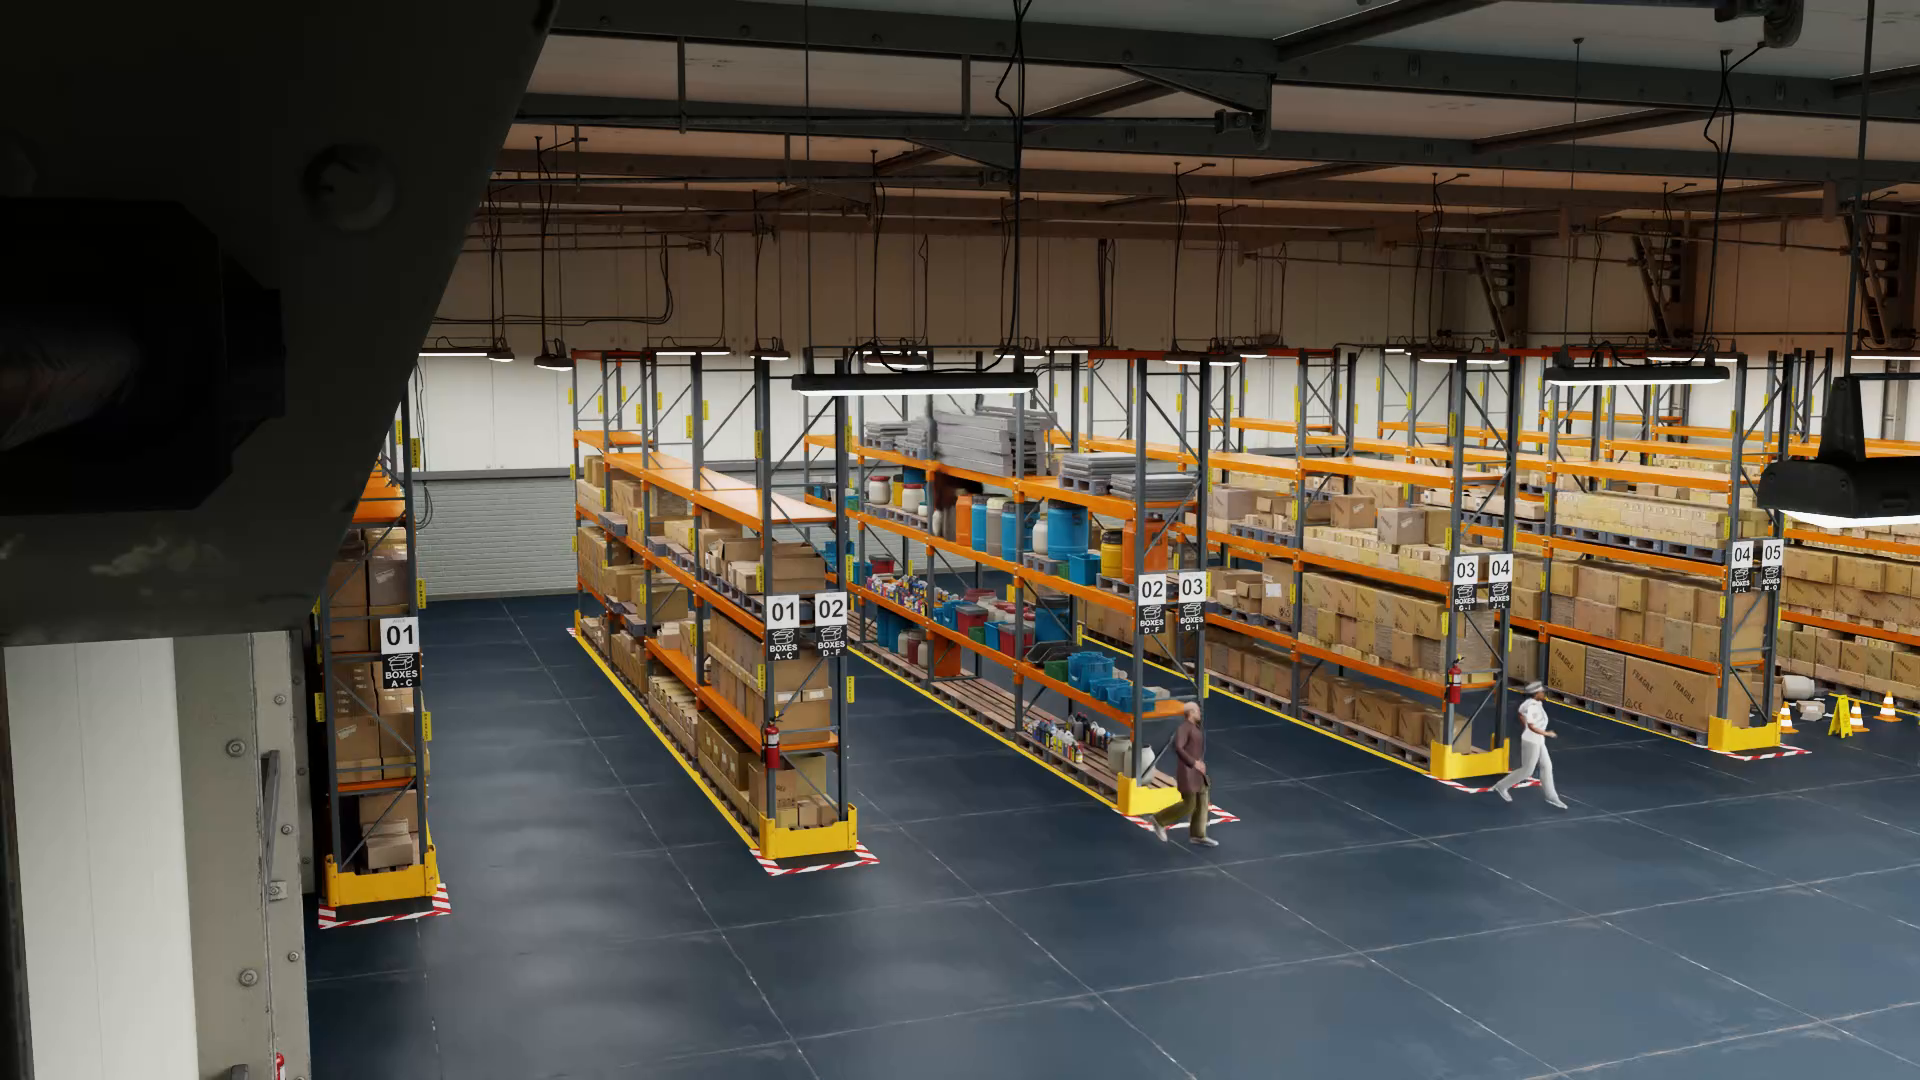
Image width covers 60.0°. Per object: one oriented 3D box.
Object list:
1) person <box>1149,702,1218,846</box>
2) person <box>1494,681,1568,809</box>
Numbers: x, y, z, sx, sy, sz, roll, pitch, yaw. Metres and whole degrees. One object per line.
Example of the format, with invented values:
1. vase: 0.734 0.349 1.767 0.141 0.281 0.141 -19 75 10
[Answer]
1. person: 2.842 2.889 20.780 0.863 1.740 0.770 2 7 17
2. person: 7.680 2.723 22.284 0.947 1.698 0.616 3 8 22
